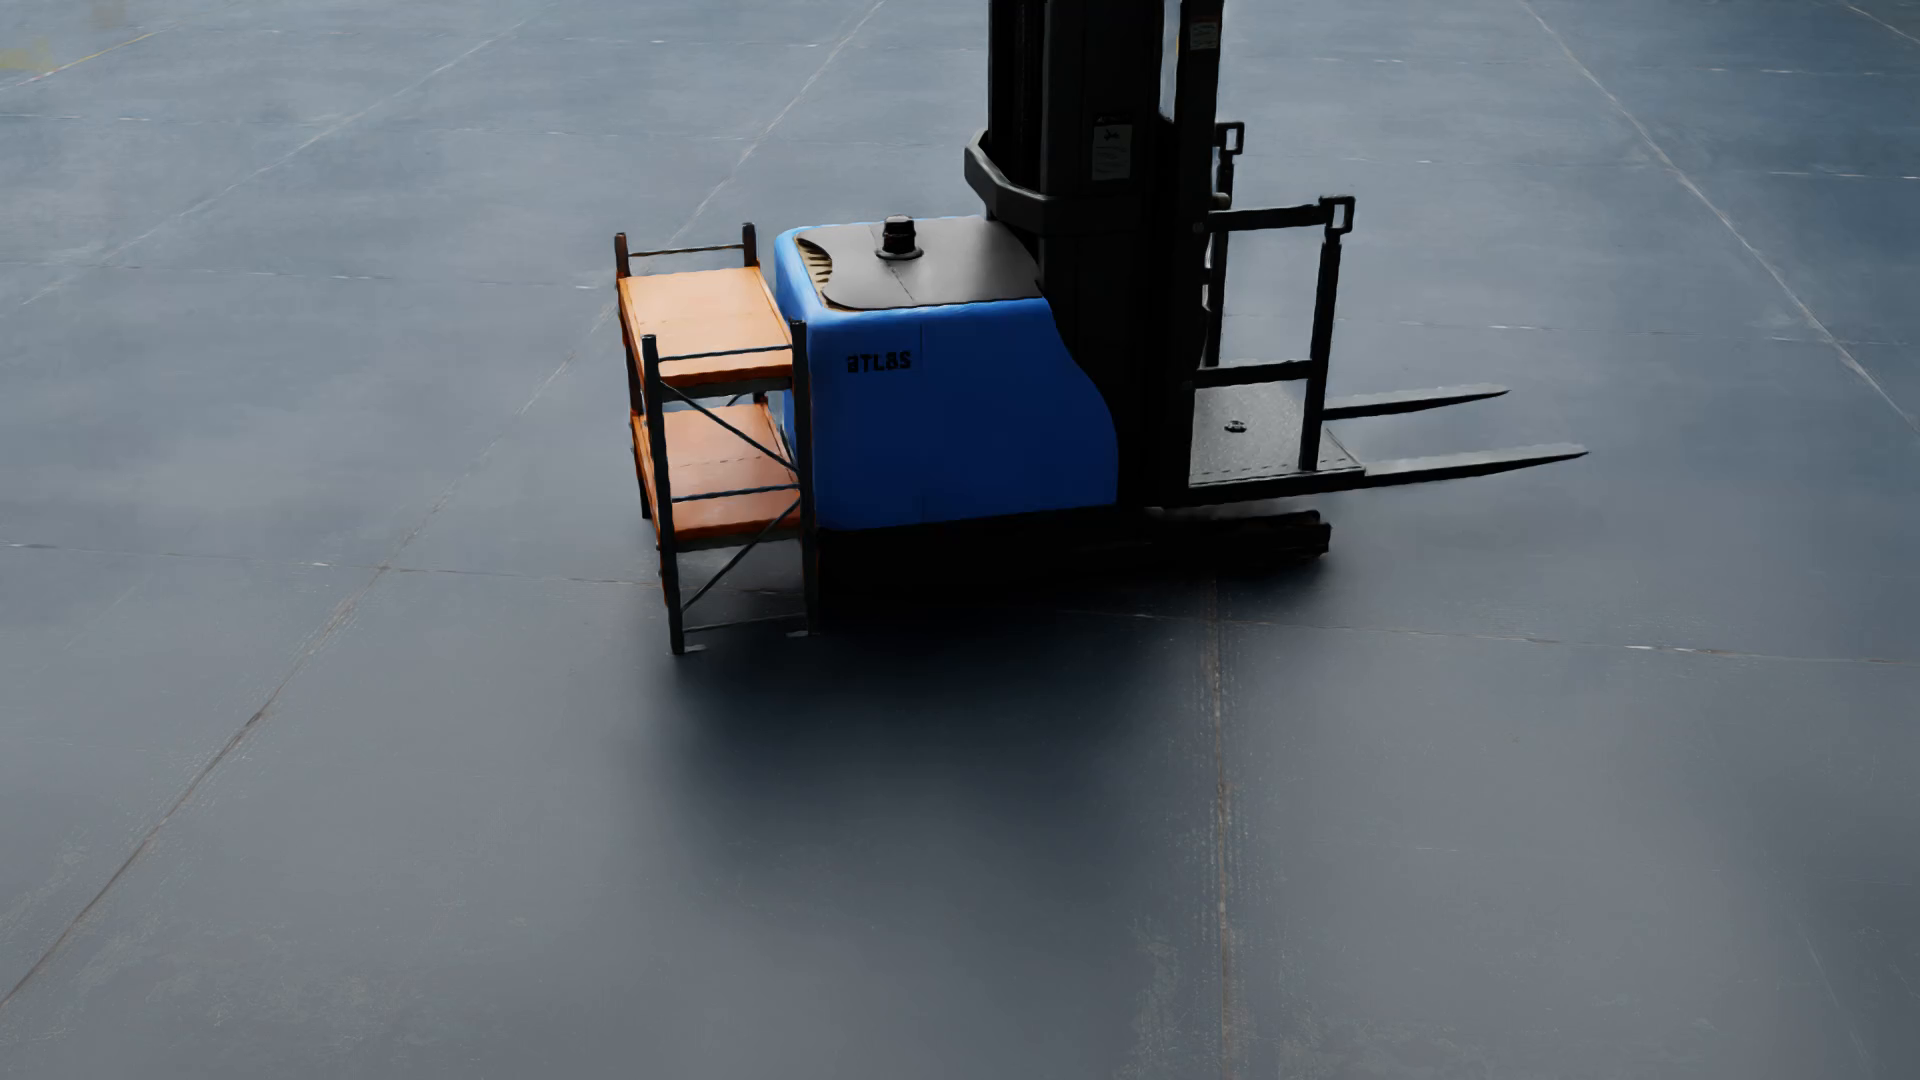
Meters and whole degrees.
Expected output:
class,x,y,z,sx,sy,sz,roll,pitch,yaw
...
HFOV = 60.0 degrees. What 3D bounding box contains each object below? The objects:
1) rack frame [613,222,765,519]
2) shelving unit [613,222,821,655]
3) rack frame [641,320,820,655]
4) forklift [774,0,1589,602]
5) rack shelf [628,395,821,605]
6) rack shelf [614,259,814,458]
class,x,y,z,sx,sy,sz,roll,pitch,yaw
rack frame,-0.984,-0.615,6.206,0.500,1.125,0.032,-7,29,-13
shelving unit,-0.852,-0.382,5.774,0.538,1.125,1.048,-7,29,-13
rack frame,-0.720,-0.149,5.341,0.500,1.125,0.032,-7,29,-13
forklift,0.878,-1.429,5.812,3.031,2.935,1.130,-6,29,-11
rack shelf,-0.852,-0.167,5.890,0.538,0.278,1.000,-7,29,-13
rack shelf,-0.852,-0.640,5.635,0.538,0.278,1.000,-7,29,-13
